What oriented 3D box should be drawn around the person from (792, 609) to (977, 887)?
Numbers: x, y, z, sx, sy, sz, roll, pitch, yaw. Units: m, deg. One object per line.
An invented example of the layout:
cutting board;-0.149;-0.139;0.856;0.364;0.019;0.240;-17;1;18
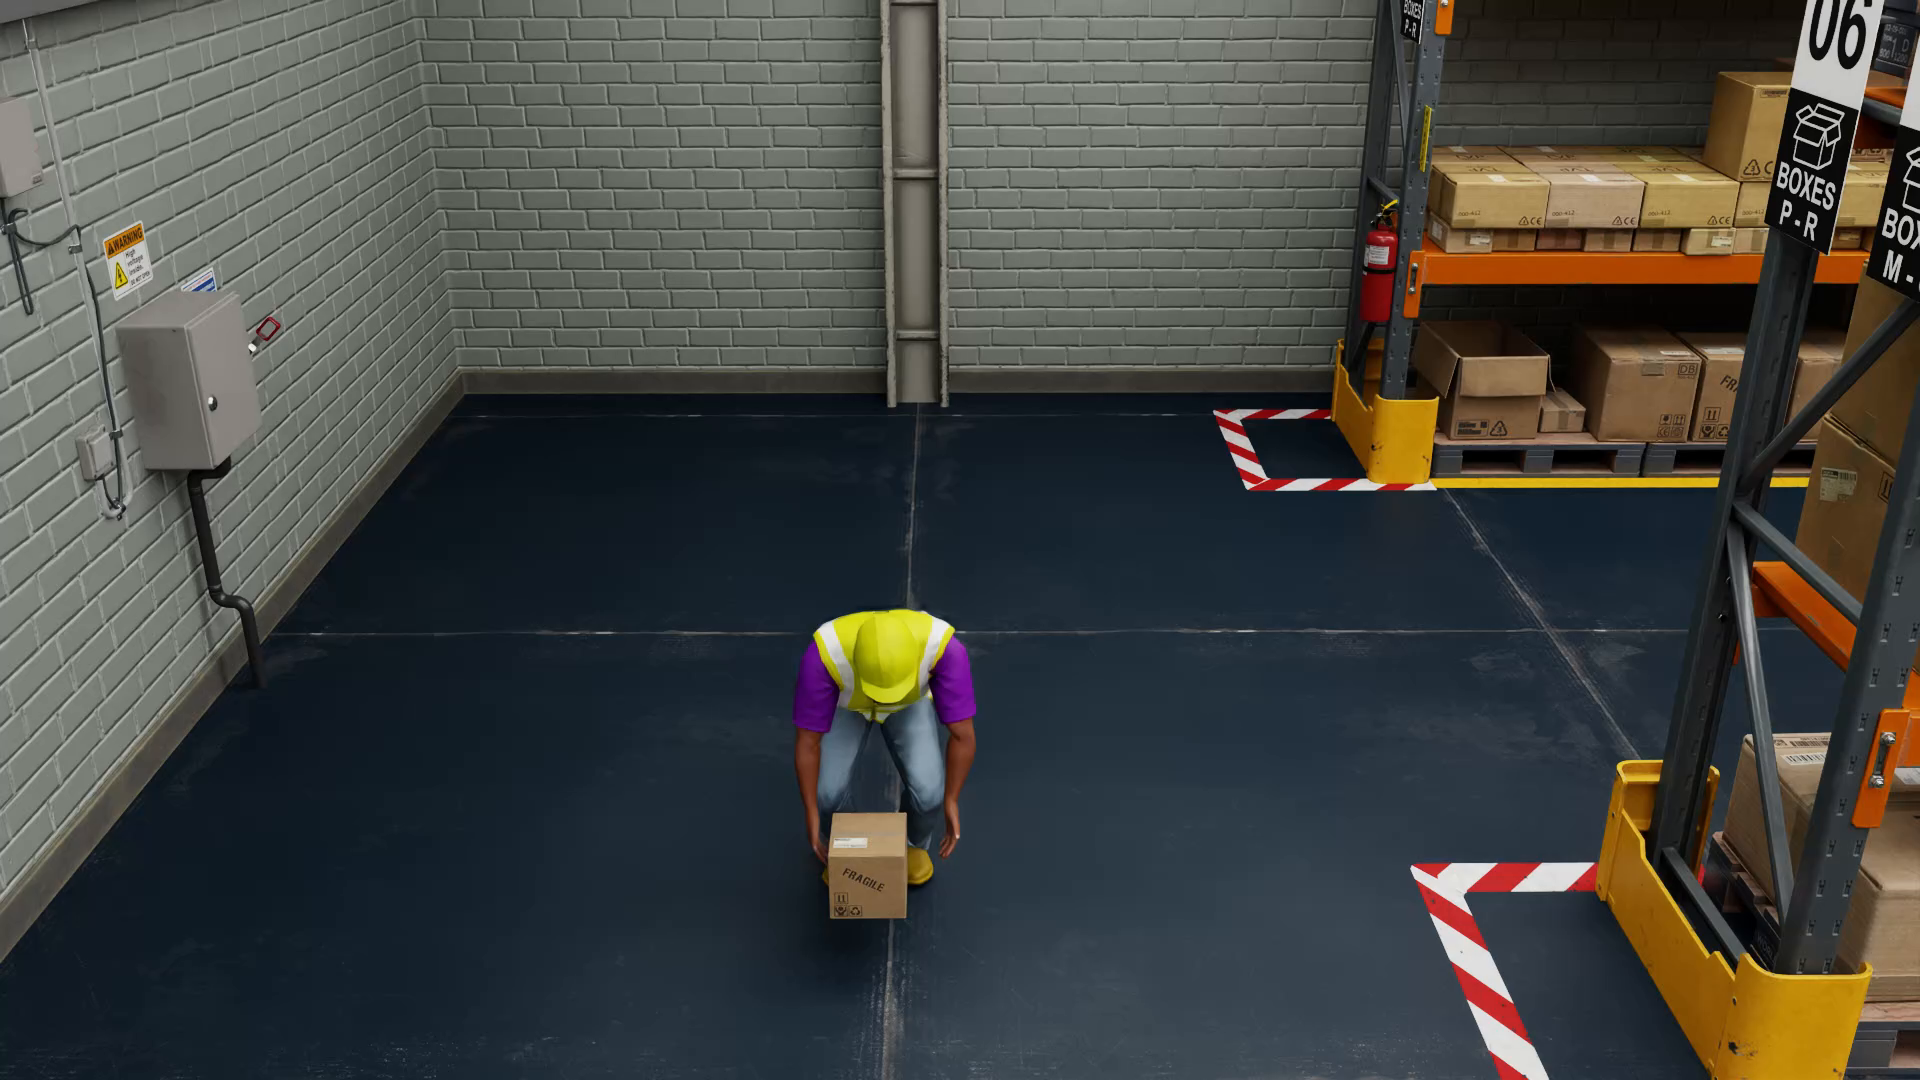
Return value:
person;-0.253;0.669;5.759;0.620;1.207;0.839;0;24;-1
